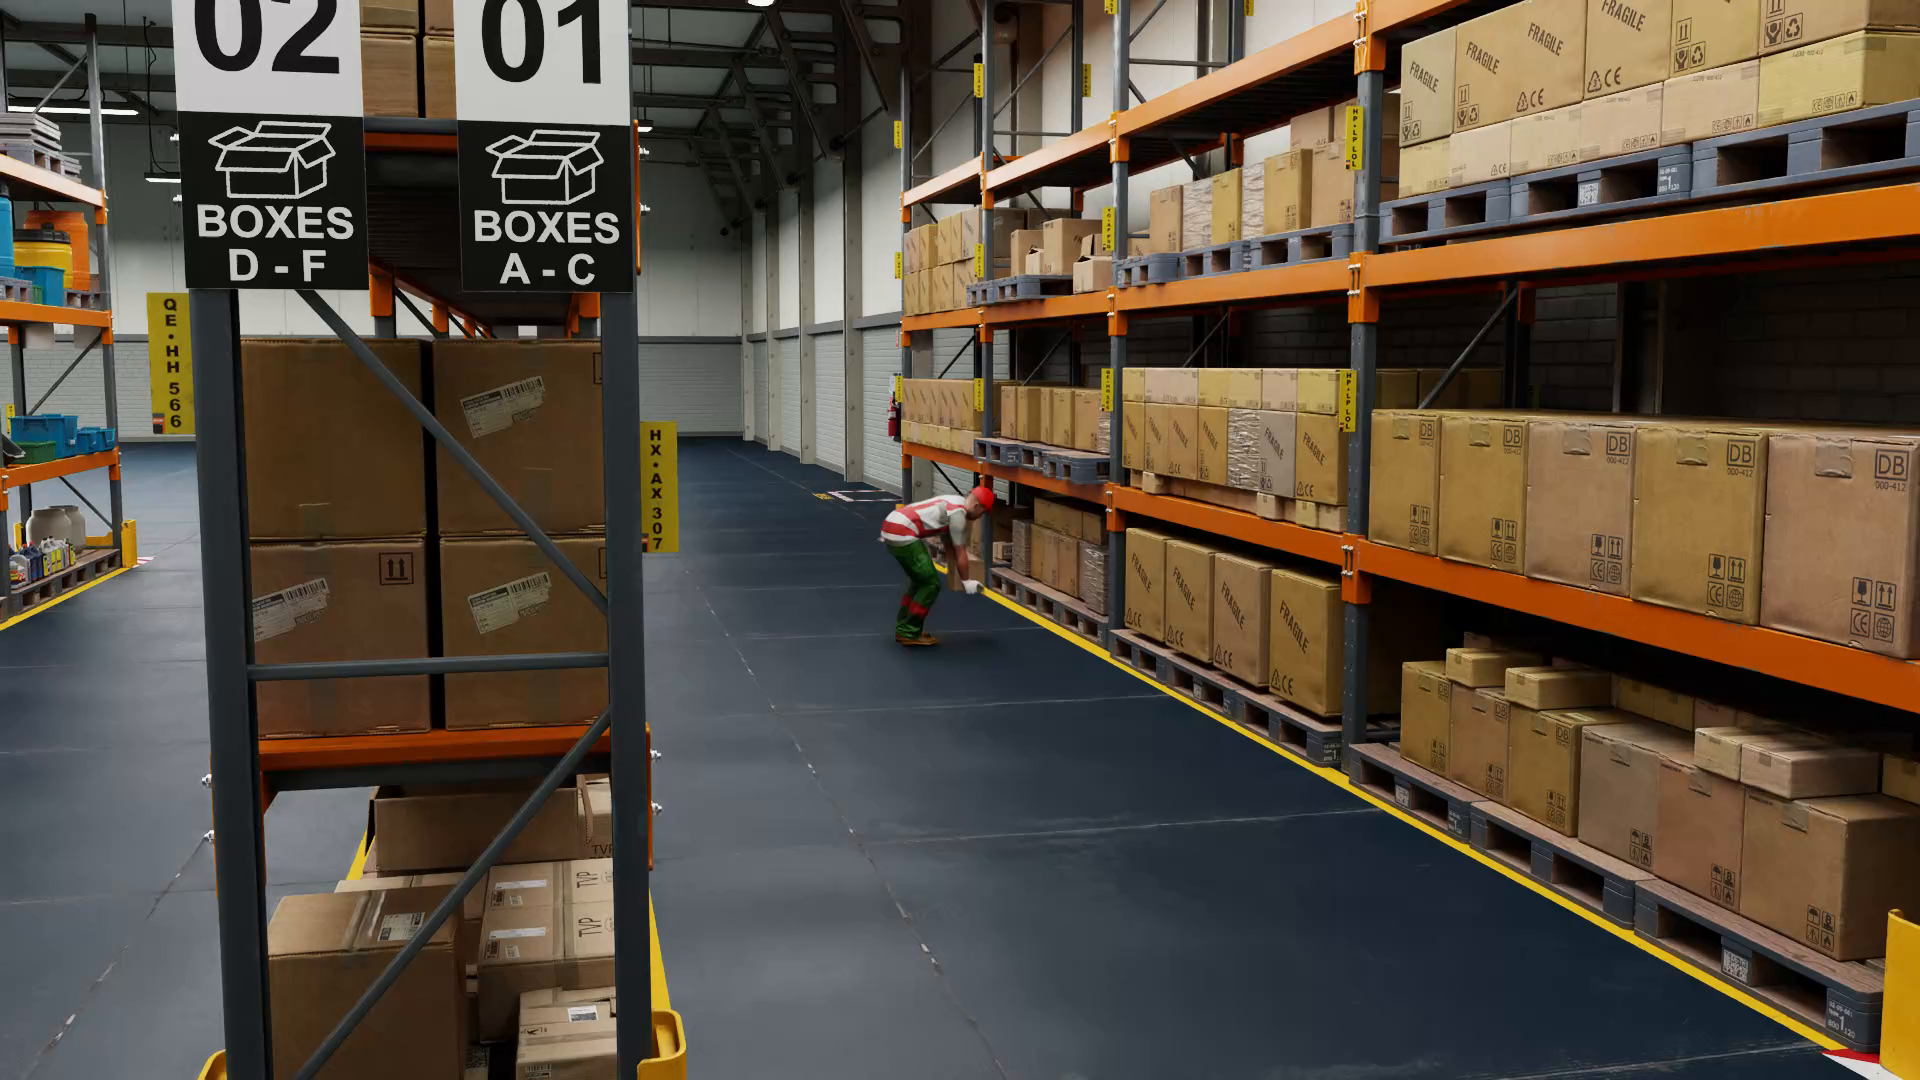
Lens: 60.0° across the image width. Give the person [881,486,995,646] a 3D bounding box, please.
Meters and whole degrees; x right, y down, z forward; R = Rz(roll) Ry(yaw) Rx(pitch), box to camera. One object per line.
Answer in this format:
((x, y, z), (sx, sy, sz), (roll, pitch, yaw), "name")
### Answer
((-0.168, 0.199, 13.404), (0.928, 1.257, 0.509), (-2, 6, -16), "person")
